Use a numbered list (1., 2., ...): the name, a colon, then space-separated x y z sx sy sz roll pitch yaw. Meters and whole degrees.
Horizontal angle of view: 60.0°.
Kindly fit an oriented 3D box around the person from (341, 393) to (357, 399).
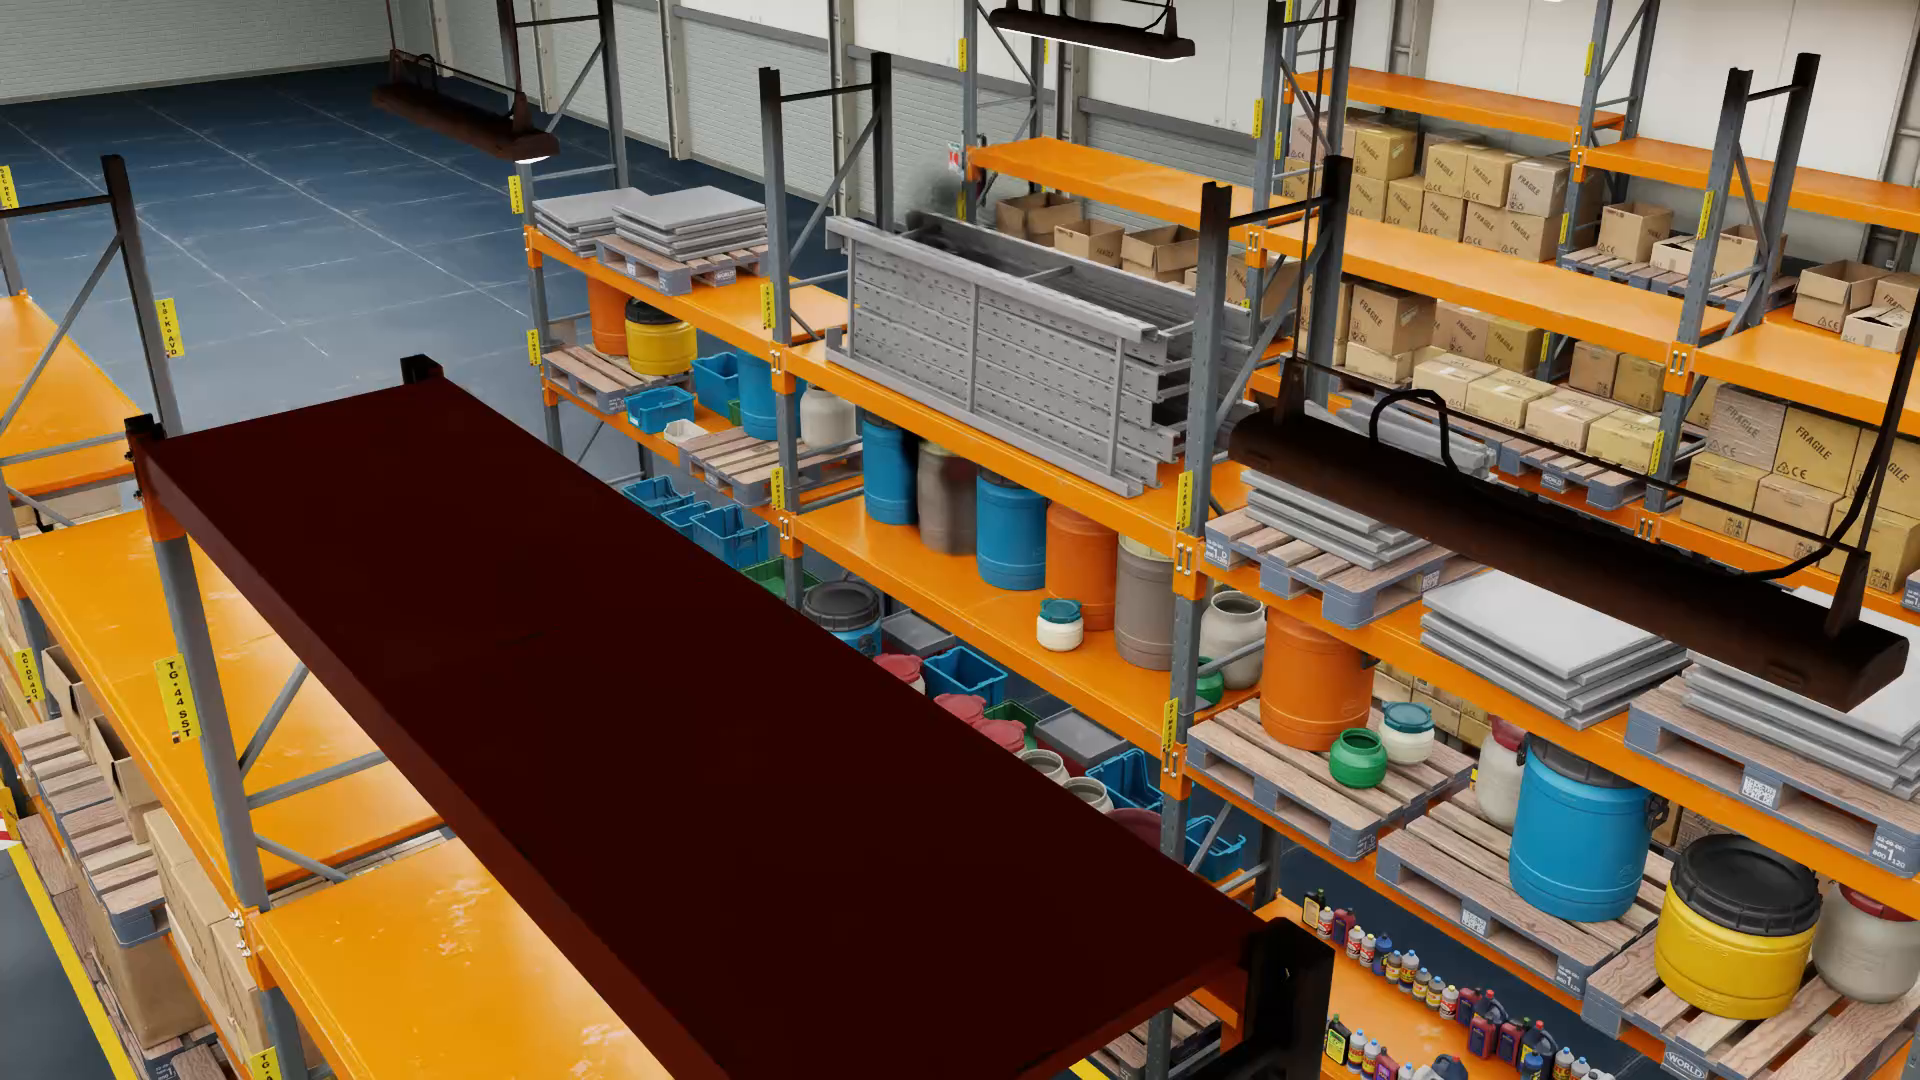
1. person: -6.616 -0.886 18.326 0.572 1.554 0.523 -6 27 -13
